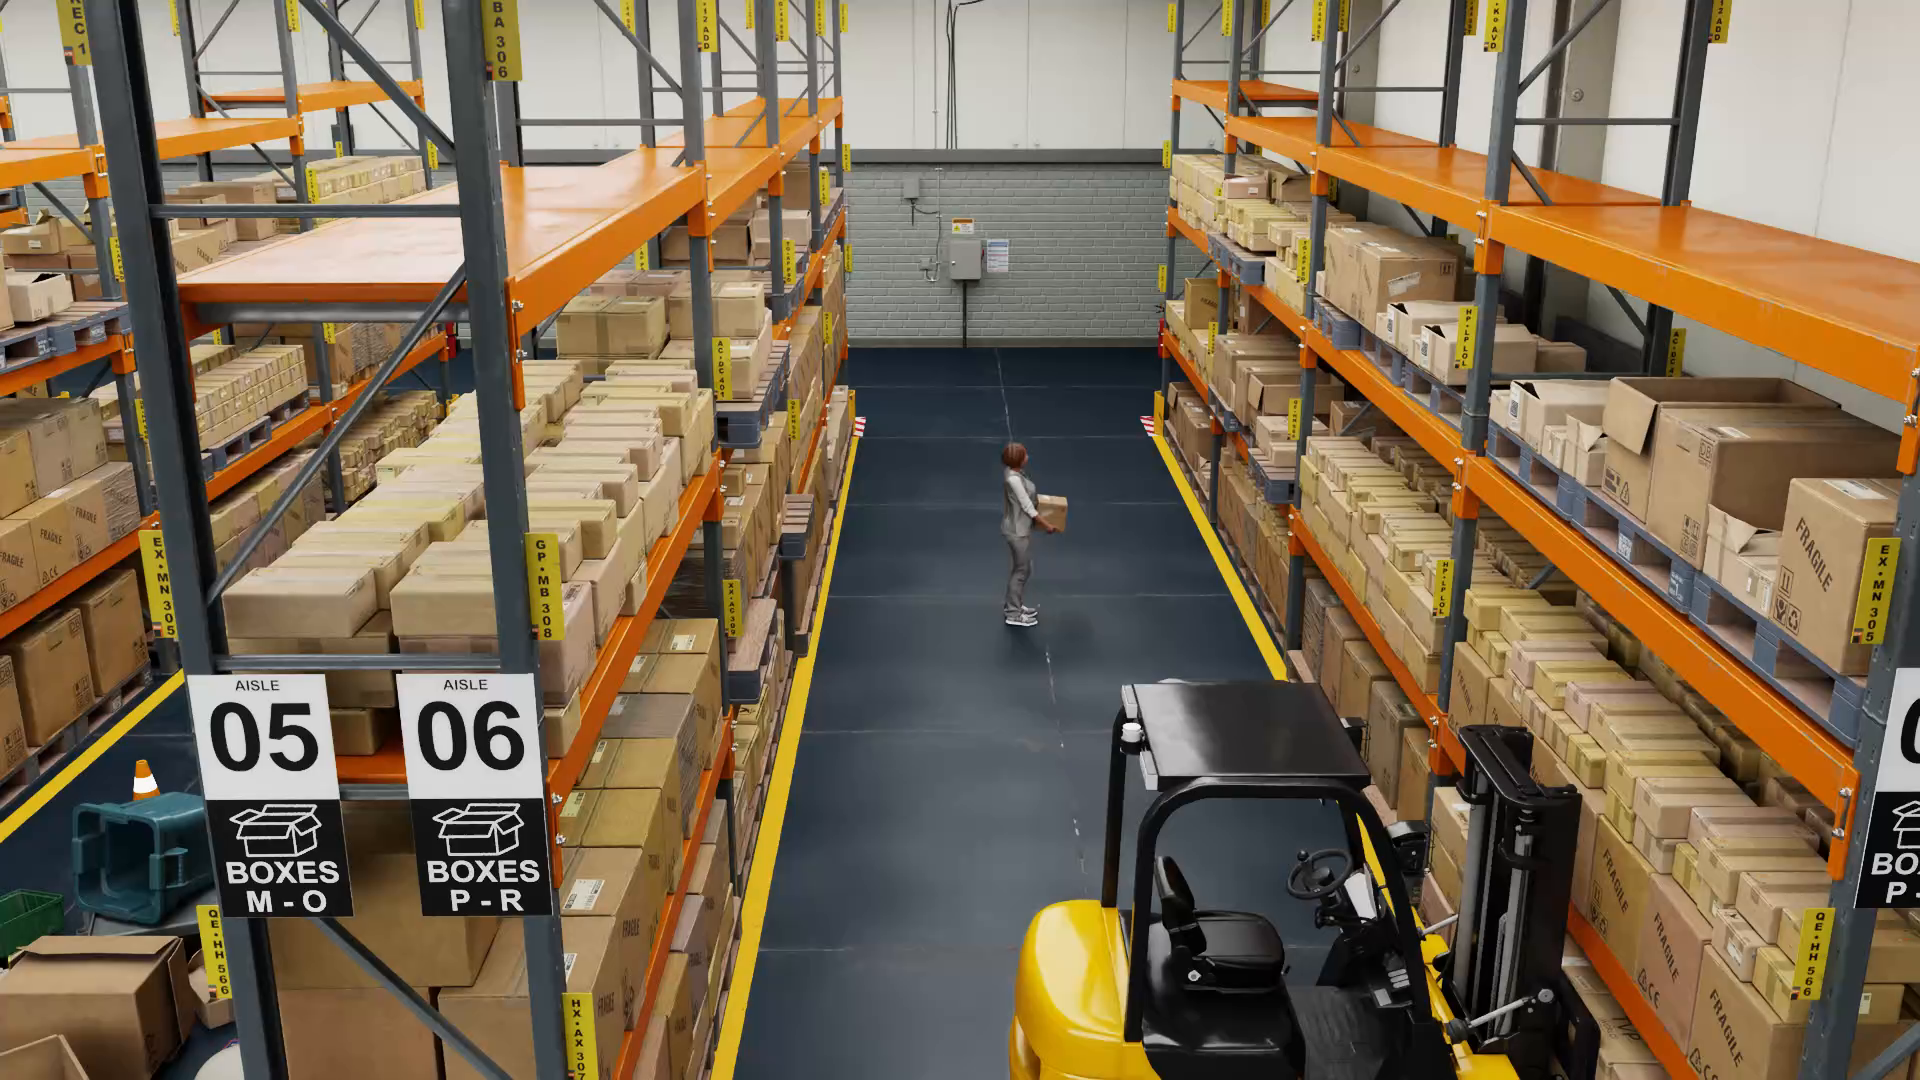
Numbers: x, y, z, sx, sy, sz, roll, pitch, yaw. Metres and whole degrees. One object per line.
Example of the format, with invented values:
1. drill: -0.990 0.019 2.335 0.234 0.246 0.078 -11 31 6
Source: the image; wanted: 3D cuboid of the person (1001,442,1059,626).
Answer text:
1. person: 0.596 -0.060 14.254 0.494 1.593 0.404 0 17 0
